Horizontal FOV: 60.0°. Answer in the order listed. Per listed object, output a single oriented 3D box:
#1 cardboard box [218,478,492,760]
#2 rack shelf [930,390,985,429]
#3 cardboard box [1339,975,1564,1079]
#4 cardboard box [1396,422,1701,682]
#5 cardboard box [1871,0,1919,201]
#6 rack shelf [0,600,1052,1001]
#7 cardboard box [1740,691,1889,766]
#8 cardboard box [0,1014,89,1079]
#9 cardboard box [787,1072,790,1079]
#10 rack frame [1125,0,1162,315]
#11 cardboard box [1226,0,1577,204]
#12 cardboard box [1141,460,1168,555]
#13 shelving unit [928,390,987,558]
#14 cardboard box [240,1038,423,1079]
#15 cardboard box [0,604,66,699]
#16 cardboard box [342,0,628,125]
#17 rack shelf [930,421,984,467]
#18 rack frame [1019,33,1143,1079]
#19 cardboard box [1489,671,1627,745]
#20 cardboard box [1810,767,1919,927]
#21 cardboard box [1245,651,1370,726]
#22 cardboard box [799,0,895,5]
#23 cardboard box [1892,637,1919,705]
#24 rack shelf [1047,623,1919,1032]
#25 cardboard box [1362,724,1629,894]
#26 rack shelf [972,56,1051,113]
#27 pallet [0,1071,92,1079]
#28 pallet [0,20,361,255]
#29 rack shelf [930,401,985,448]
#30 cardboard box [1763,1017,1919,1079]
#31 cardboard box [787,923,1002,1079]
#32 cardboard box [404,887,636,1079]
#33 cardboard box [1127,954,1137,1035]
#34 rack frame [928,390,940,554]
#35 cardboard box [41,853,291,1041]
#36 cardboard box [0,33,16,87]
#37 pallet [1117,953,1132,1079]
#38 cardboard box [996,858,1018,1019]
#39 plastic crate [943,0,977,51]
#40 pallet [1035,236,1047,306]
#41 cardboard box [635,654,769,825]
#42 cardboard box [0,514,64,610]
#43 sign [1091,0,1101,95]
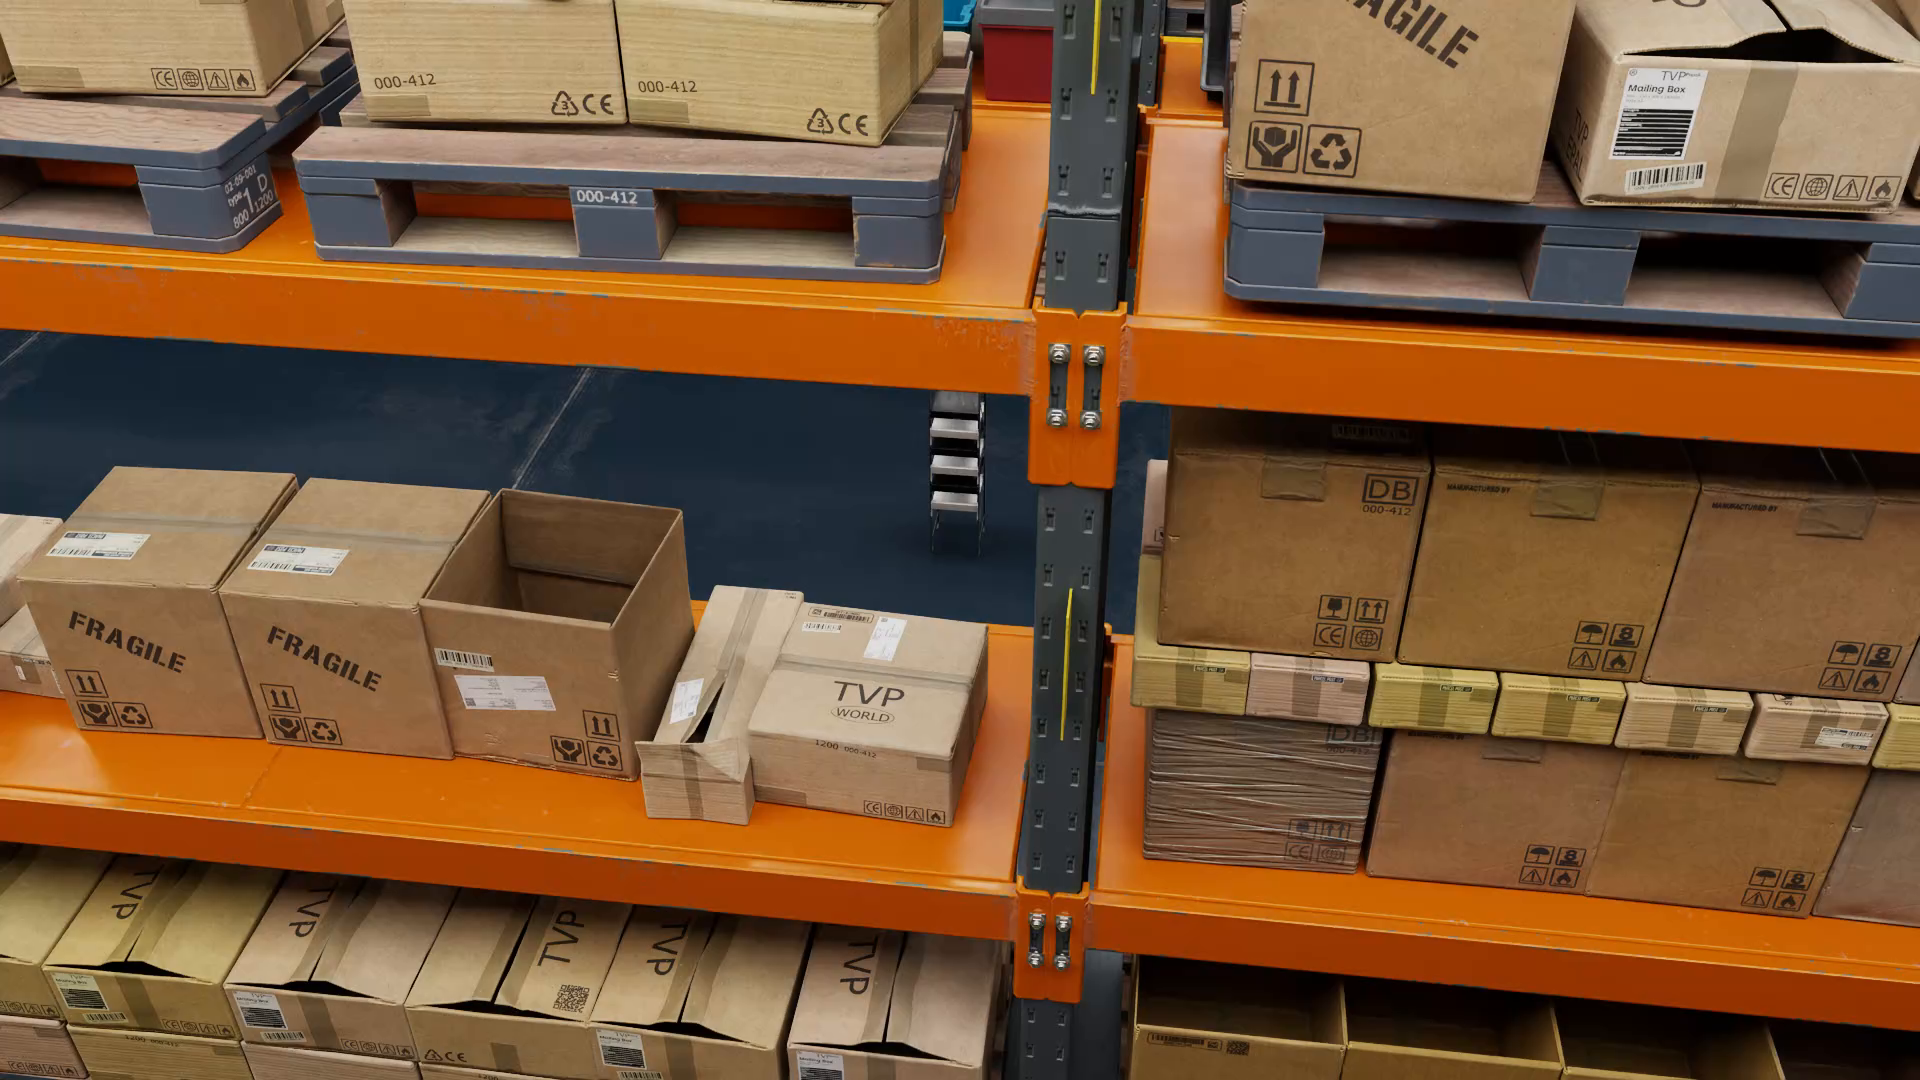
[{"bbox_3d":[-1.503,0.198,4.305,0.500,0.500,0.500,4,36,6],"label":"cardboard box"},{"bbox_3d":[-0.008,-0.560,6.852,0.200,0.077,0.258,4,36,6],"label":"rack shelf"},{"bbox_3d":[1.193,1.271,4.247,0.500,0.500,0.500,4,36,6],"label":"cardboard box"},{"bbox_3d":[1.218,-0.122,3.637,0.500,0.500,0.700,4,36,6],"label":"cardboard box"},{"bbox_3d":[1.893,-0.916,2.798,0.637,0.503,0.797,8,36,11],"label":"cardboard box"},{"bbox_3d":[-1.708,0.525,4.551,4.000,0.370,1.077,4,36,6],"label":"rack shelf"},{"bbox_3d":[1.797,0.300,3.603,0.250,0.149,0.380,3,36,5],"label":"cardboard box"},{"bbox_3d":[-2.711,1.277,4.883,0.500,0.250,0.500,3,36,5],"label":"cardboard box"},{"bbox_3d":[-0.674,1.427,4.674,0.500,0.250,0.500,4,36,5],"label":"cardboard box"},{"bbox_3d":[0.911,-2.473,8.133,0.127,3.000,1.000,4,36,6],"label":"rack frame"},{"bbox_3d":[0.742,-0.920,2.807,0.500,0.500,0.500,7,36,10],"label":"cardboard box"},{"bbox_3d":[0.573,-0.028,4.062,0.250,0.149,0.380,4,36,6],"label":"cardboard box"},{"bbox_3d":[-0.008,-0.367,6.989,0.210,0.900,0.258,4,36,6],"label":"shelving unit"},{"bbox_3d":[-1.686,1.351,4.781,0.500,0.250,0.500,5,36,7],"label":"cardboard box"},{"bbox_3d":[-2.419,0.249,4.536,0.250,0.149,0.380,7,36,9],"label":"cardboard box"},{"bbox_3d":[-0.879,-1.041,3.311,0.500,0.250,0.500,1,36,1],"label":"cardboard box"},{"bbox_3d":[-0.008,-0.413,6.957,0.200,0.077,0.258,4,36,6],"label":"rack shelf"},{"bbox_3d":[0.276,0.380,4.135,0.127,3.000,1.000,4,36,6],"label":"rack frame"},{"bbox_3d":[1.283,0.262,3.656,0.250,0.149,0.380,4,36,6],"label":"cardboard box"},{"bbox_3d":[2.246,0.481,3.908,0.500,0.500,0.700,5,36,7],"label":"cardboard box"},{"bbox_3d":[0.767,0.226,3.707,0.250,0.149,0.380,5,36,7],"label":"cardboard box"},{"bbox_3d":[-0.331,-1.324,3.063,0.500,0.500,0.500,5,36,7],"label":"cardboard box"},{"bbox_3d":[2.210,-0.048,3.532,0.500,0.500,0.700,4,36,6],"label":"cardboard box"},{"bbox_3d":[2.260,0.821,4.136,4.000,0.370,1.077,4,36,6],"label":"rack shelf"},{"bbox_3d":[1.241,0.404,4.015,0.500,0.500,0.700,4,36,5],"label":"cardboard box"},{"bbox_3d":[-1.073,-2.328,8.550,4.000,0.370,1.077,4,36,6],"label":"rack shelf"},{"bbox_3d":[-2.880,1.303,5.243,1.213,0.211,1.003,4,36,6],"label":"pallet"},{"bbox_3d":[-1.897,-0.980,3.621,1.213,0.211,1.003,6,36,8],"label":"pallet"},{"bbox_3d":[-0.008,-0.486,6.904,0.200,0.077,0.258,4,36,6],"label":"rack shelf"},{"bbox_3d":[2.184,1.348,4.139,0.500,0.500,0.500,4,36,6],"label":"cardboard box"},{"bbox_3d":[-0.162,1.236,4.459,0.500,0.311,0.500,4,36,6],"label":"cardboard box"},{"bbox_3d":[-1.174,1.163,4.562,0.500,0.311,0.500,4,36,6],"label":"cardboard box"},{"bbox_3d":[0.764,1.237,4.940,0.500,0.250,0.500,4,36,6],"label":"cardboard box"},{"bbox_3d":[-0.109,-0.374,7.000,0.006,0.900,0.240,4,36,6],"label":"rack frame"},{"bbox_3d":[-2.182,1.086,4.670,0.500,0.311,0.500,3,36,5],"label":"cardboard box"},{"bbox_3d":[-2.146,-1.168,3.490,0.500,0.250,0.500,4,36,5],"label":"cardboard box"},{"bbox_3d":[1.059,1.598,4.829,1.213,0.211,1.003,4,36,6],"label":"pallet"},{"bbox_3d":[-0.092,1.156,5.053,0.500,0.250,0.500,3,36,5],"label":"cardboard box"},{"bbox_3d":[-0.223,-2.369,8.001,0.575,0.384,0.392,4,36,6],"label":"plastic crate"},{"bbox_3d":[0.127,-1.374,8.994,1.213,0.211,1.003,4,36,6],"label":"pallet"},{"bbox_3d":[-0.619,0.476,4.117,0.258,0.266,0.396,3,36,5],"label":"cardboard box"},{"bbox_3d":[-2.764,0.094,4.752,0.250,0.149,0.380,4,36,6],"label":"cardboard box"},{"bbox_3d":[0.217,-0.866,2.583,0.005,0.325,0.100,4,36,6],"label":"sign"}]
